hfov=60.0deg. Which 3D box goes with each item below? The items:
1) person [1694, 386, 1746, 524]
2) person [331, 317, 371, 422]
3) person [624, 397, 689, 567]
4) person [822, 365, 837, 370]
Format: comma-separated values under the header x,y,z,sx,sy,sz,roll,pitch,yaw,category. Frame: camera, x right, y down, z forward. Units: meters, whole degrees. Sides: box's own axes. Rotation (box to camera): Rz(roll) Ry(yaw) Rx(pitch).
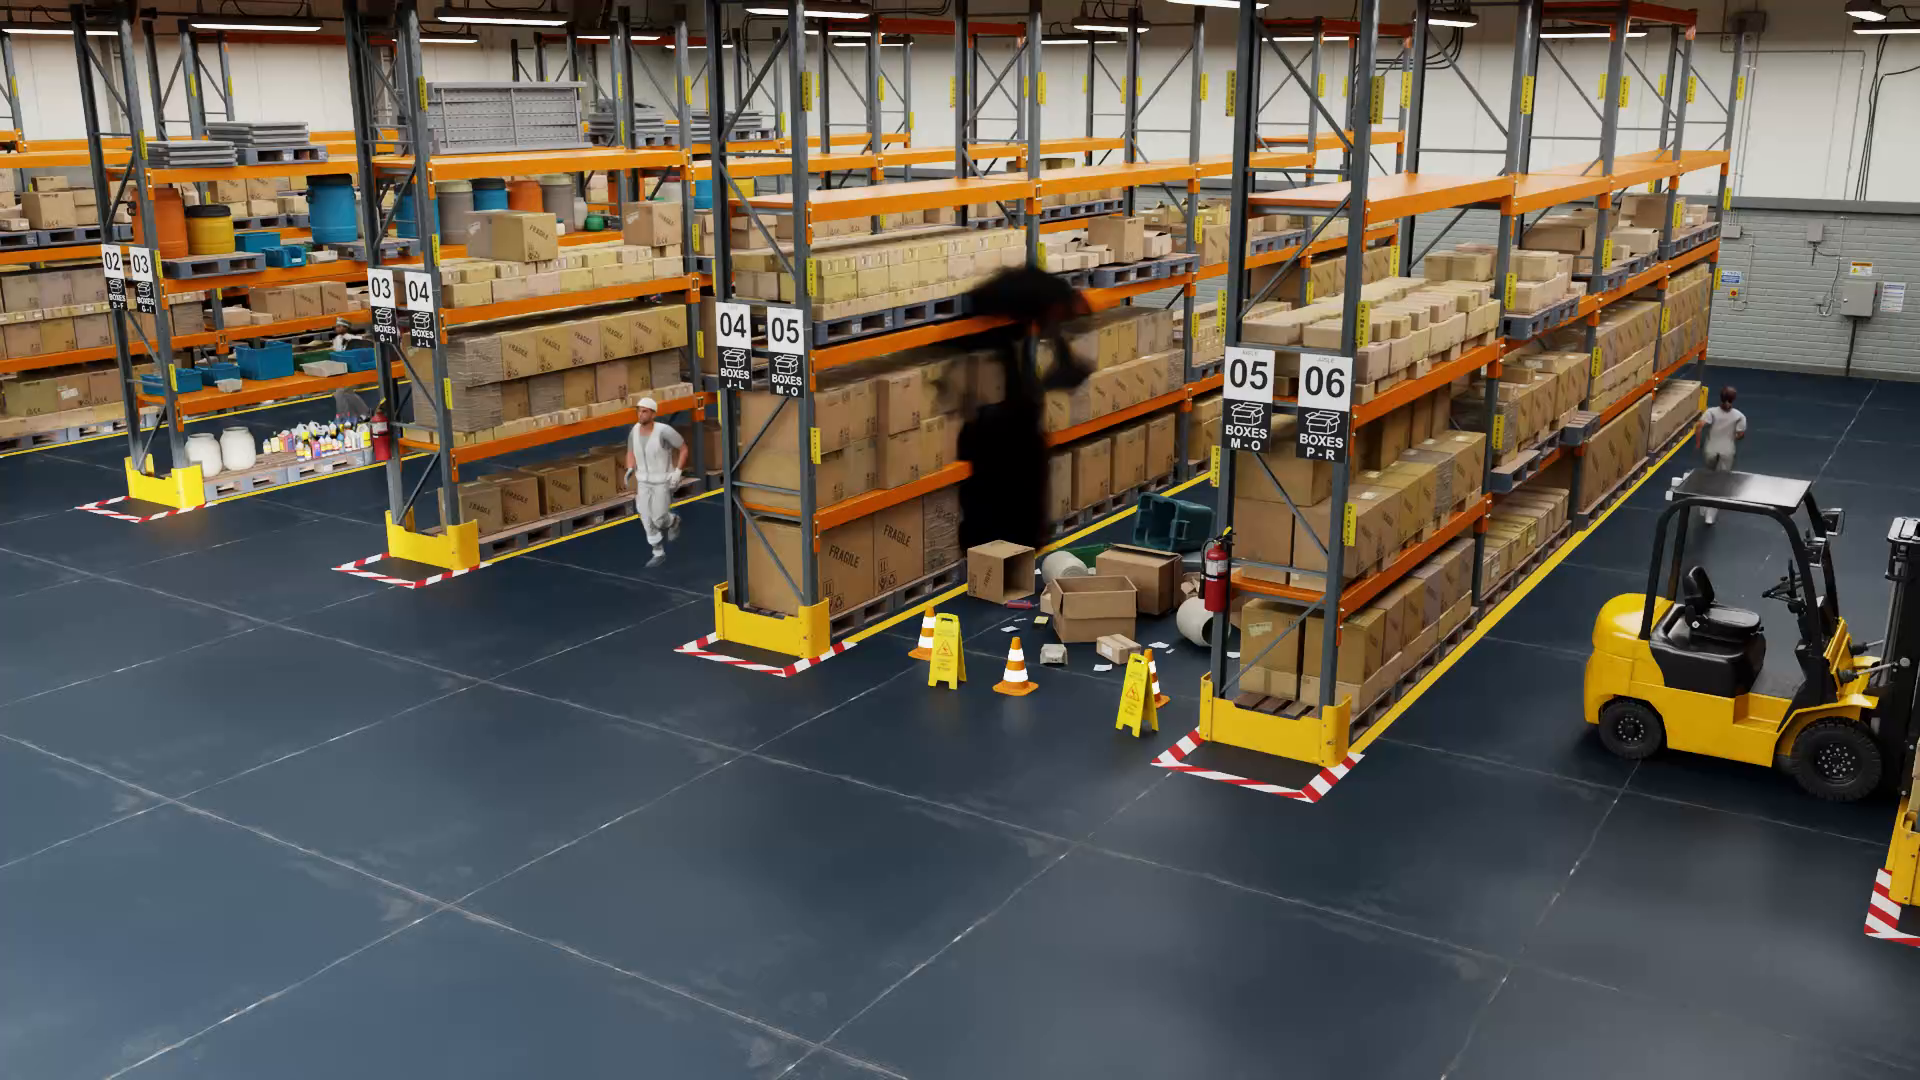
x,y,z,sx,sy,sz,roll,pitch,yaw,category
9.056,-1.038,19.871,0.536,1.626,0.695,8,18,27,person
-9.260,-2.520,25.204,0.581,1.736,0.765,12,19,36,person
-3.107,-0.601,17.046,0.670,1.762,0.677,6,17,20,person
-1.550,-1.316,19.962,0.511,1.592,0.633,8,18,27,person
